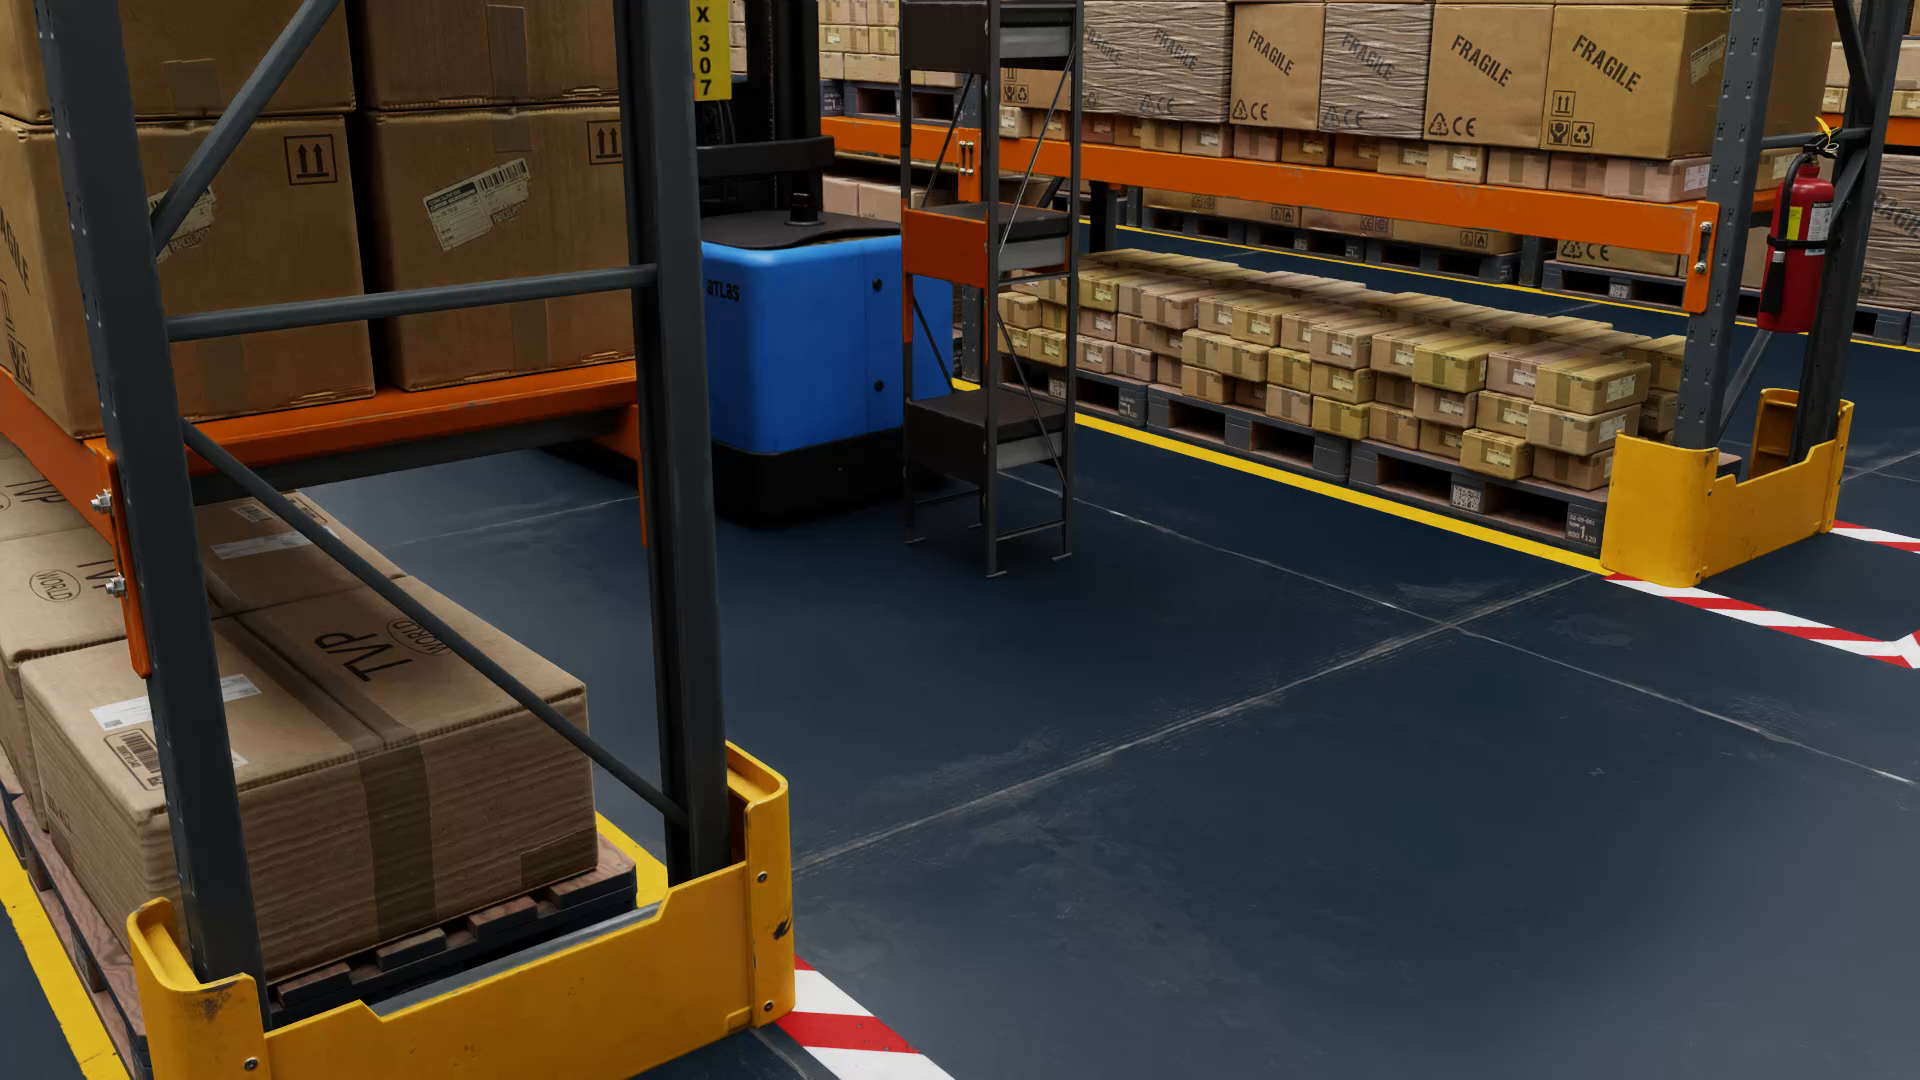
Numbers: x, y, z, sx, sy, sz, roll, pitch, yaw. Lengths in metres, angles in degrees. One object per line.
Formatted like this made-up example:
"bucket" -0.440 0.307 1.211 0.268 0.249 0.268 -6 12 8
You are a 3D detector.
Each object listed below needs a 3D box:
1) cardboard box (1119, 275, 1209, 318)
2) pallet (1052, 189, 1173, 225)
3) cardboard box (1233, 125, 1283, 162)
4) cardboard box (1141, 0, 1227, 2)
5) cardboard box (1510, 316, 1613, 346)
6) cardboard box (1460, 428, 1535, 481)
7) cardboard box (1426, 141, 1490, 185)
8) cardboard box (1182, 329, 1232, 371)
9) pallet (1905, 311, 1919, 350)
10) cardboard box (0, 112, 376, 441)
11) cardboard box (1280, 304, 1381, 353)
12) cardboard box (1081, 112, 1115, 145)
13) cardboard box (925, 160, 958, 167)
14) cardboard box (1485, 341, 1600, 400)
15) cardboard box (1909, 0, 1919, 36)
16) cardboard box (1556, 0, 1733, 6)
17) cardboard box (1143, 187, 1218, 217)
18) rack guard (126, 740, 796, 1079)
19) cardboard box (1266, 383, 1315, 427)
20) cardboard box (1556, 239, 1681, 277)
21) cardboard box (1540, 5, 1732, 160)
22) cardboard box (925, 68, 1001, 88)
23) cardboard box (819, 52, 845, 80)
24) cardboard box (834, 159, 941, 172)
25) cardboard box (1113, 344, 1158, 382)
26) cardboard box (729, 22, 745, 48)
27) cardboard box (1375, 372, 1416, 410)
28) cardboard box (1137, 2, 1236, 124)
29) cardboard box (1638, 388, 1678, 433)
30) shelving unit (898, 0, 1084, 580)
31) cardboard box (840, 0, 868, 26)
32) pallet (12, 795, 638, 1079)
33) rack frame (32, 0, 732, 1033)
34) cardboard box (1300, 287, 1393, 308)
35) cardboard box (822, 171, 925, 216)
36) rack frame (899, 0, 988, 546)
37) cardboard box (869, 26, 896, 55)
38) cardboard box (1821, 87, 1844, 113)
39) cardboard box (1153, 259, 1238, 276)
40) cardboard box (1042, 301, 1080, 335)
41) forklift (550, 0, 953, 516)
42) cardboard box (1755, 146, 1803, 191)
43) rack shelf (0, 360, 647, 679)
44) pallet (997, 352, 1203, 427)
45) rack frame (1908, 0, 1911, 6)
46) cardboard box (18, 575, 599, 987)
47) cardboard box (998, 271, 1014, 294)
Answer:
"cardboard box" 0.991 -1.180 8.074 0.380 0.149 0.250 -15 23 -38
"pallet" 1.423 -3.166 15.589 1.003 0.211 1.213 -14 23 -36
"cardboard box" 1.417 -1.744 7.256 0.380 0.149 0.250 -13 22 -34
"cardboard box" 1.151 -2.618 7.275 0.500 0.500 0.500 -14 23 -35
"cardboard box" 2.542 -0.838 7.043 0.380 0.149 0.250 -14 23 -36
"cardboard box" 2.194 -0.361 6.550 0.380 0.149 0.250 -13 22 -34
"cardboard box" 2.030 -1.475 6.444 0.380 0.149 0.250 -13 22 -35
"cardboard box" 1.245 -0.892 7.679 0.380 0.149 0.250 -14 23 -37
"pallet" 6.316 -1.184 9.602 1.003 0.211 1.213 -14 23 -36
"cardboard box" -1.402 -0.507 2.961 0.500 0.500 0.500 -14 23 -36
"cardboard box" 1.626 -0.923 7.297 0.380 0.149 0.250 -15 23 -38
"cardboard box" 0.784 -2.011 8.063 0.380 0.149 0.250 -15 24 -38
"cardboard box" 0.069 -4.028 17.033 0.700 0.500 0.500 -14 23 -36
"cardboard box" 2.285 -0.665 6.521 0.380 0.149 0.250 -13 23 -35
"cardboard box" 11.013 -5.914 18.625 0.500 0.500 0.700 13 23 35
"cardboard box" 2.444 -2.110 5.741 0.500 0.500 0.500 -15 23 -37
"cardboard box" 2.319 -3.314 14.311 1.225 0.875 0.875 -15 24 -39
"rack guard" -0.880 0.801 3.149 1.175 0.500 0.348 -14 23 -36
"cardboard box" 1.572 -0.624 7.341 0.380 0.149 0.250 -13 23 -35
"cardboard box" 4.737 -2.324 11.322 0.875 0.875 0.875 -14 23 -36
"cardboard box" 2.442 -1.632 5.887 0.500 0.500 0.500 -13 23 -35
"cardboard box" 0.038 -2.508 8.896 0.380 0.149 0.250 -15 23 -37
"cardboard box" -0.610 -2.763 9.666 0.380 0.149 0.250 -15 24 -38
"cardboard box" -0.458 -2.228 10.435 0.500 0.250 0.500 -13 22 -34
"cardboard box" 0.971 -0.893 8.154 0.380 0.149 0.250 -15 23 -37
"cardboard box" -1.252 -3.162 10.398 0.380 0.149 0.250 -14 23 -36
"cardboard box" 1.961 -0.658 6.973 0.380 0.149 0.250 -14 23 -37
"cardboard box" 1.147 -2.134 7.404 0.500 0.500 0.500 -15 23 -37
"cardboard box" 2.799 -0.549 6.644 0.380 0.149 0.250 -13 22 -34
"shelving unit" 0.103 -0.956 5.909 0.431 2.100 0.503 -14 23 -36
"cardboard box" -0.453 -2.987 9.395 0.380 0.149 0.250 -14 23 -36
"pallet" -1.452 0.750 3.761 1.003 0.211 1.213 -14 23 -36
"rack frame" -0.895 -0.392 2.774 1.000 3.000 0.127 -14 23 -36
"cardboard box" 1.800 -1.070 7.744 0.380 0.149 0.250 -14 23 -36
"cardboard box" -0.530 -2.001 9.748 0.500 0.250 0.500 -13 22 -34
"rack frame" -0.049 -1.016 6.091 0.400 2.100 0.015 -14 23 -36
"cardboard box" -0.279 -2.776 9.232 0.380 0.149 0.250 -13 22 -34
"cardboard box" 5.282 -2.671 10.056 0.380 0.149 0.250 -15 23 -38
"cardboard box" 1.214 -1.345 8.573 0.380 0.149 0.250 -14 23 -37
"cardboard box" 0.641 -1.159 8.485 0.380 0.149 0.250 -14 23 -36
"forklift" -1.370 -1.874 7.358 1.130 2.935 3.031 -16 24 -39
"cardboard box" 2.979 -1.407 6.241 0.380 0.149 0.250 -14 23 -37
"rack shelf" -2.136 -0.543 4.376 1.077 0.370 4.000 -14 23 -36
"pallet" 0.884 -0.886 8.703 1.003 0.211 1.213 -14 23 -36
"rack frame" 8.273 -4.278 14.511 1.000 3.000 0.127 -14 23 -36
"cardboard box" -1.383 0.482 3.543 0.875 0.438 0.875 -15 23 -38
"cardboard box" 0.188 -1.615 9.777 0.500 0.500 0.500 -13 22 -34
